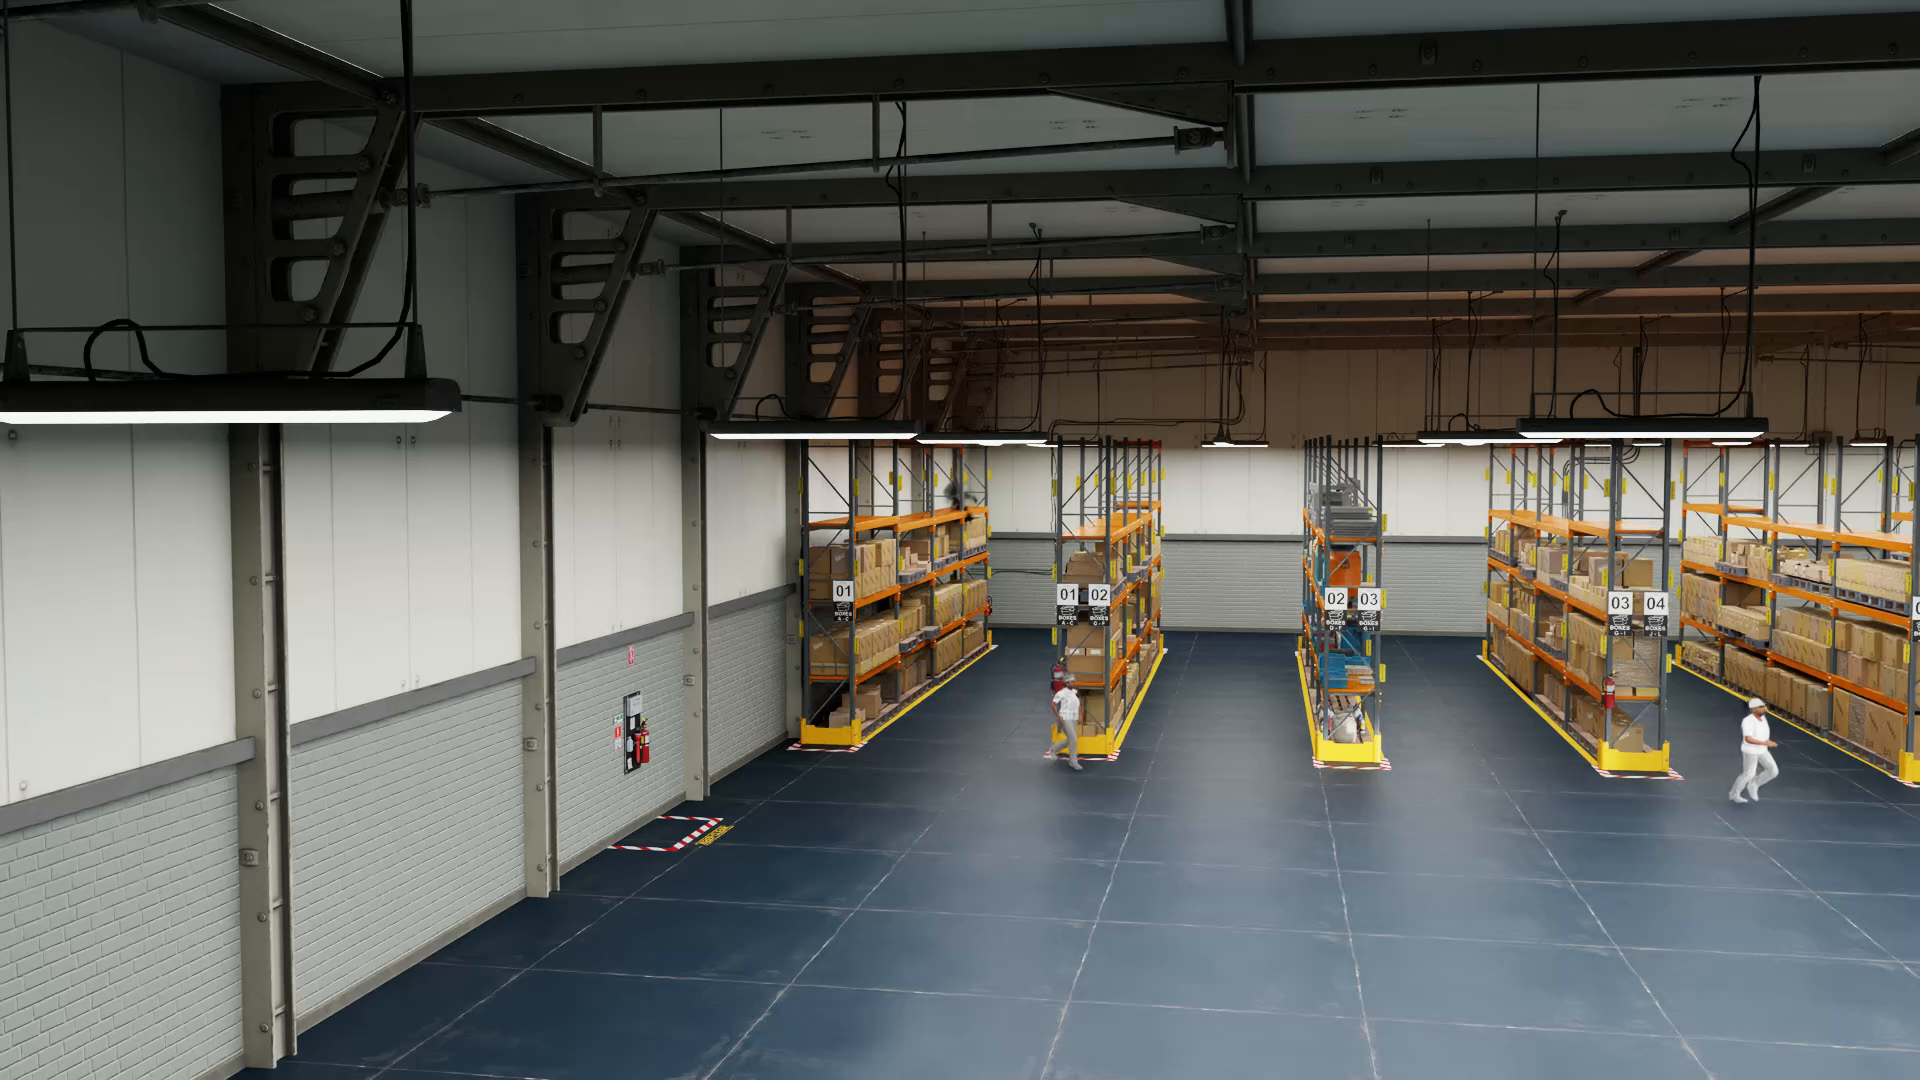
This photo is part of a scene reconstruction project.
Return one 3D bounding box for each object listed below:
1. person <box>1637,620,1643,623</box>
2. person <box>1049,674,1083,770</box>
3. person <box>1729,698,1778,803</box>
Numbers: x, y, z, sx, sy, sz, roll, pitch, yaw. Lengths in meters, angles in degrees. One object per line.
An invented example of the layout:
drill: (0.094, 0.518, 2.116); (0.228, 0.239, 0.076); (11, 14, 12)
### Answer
person: (18.054, 2.452, 44.876); (0.742, 1.808, 0.685); (2, 4, 33)
person: (1.957, 3.271, 30.113); (0.835, 1.693, 0.589); (3, 4, 45)
person: (12.825, 3.394, 26.750); (0.717, 1.715, 0.797); (-2, 4, -33)
